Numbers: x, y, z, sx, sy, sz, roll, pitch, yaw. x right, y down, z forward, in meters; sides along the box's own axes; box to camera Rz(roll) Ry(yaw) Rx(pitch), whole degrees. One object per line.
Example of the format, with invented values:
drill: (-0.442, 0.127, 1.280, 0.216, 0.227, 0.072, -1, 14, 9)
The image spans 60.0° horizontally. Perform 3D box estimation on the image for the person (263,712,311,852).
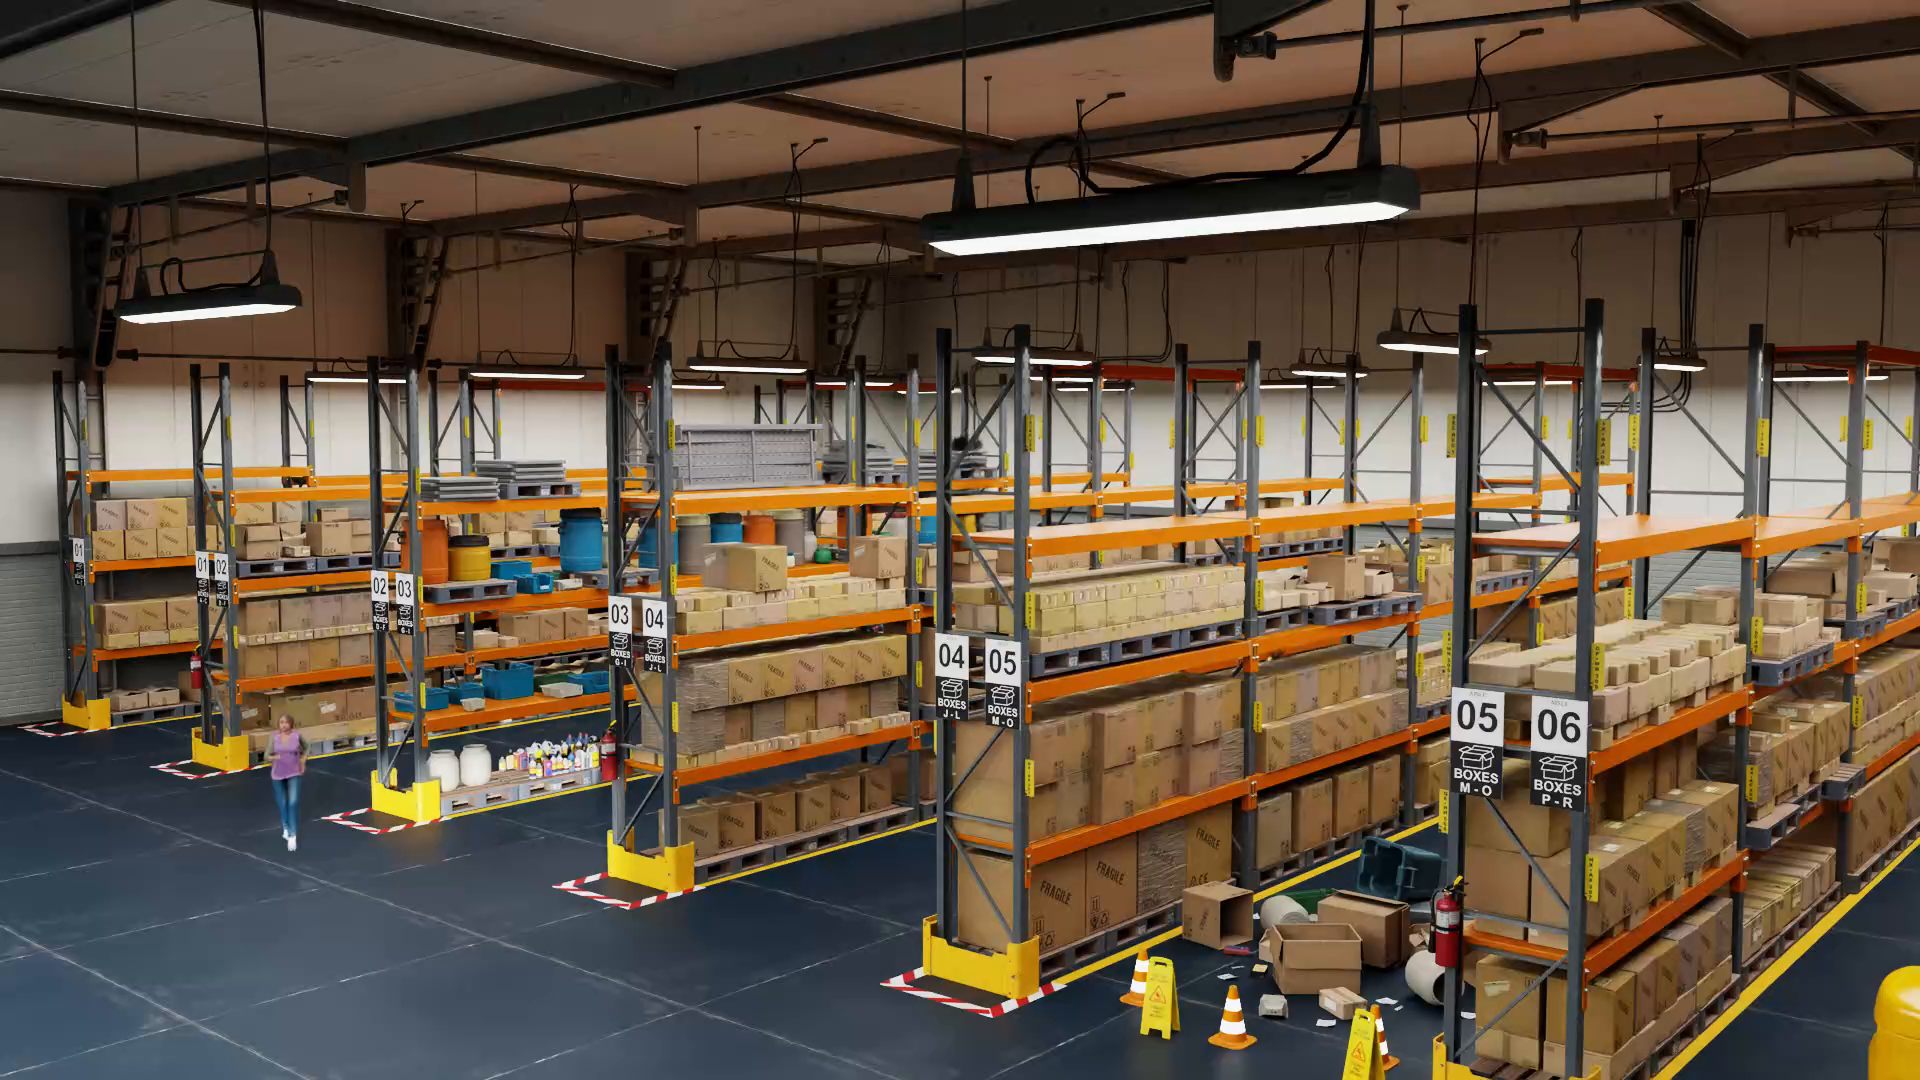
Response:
person: (-8.152, 2.903, 20.148, 0.518, 1.639, 0.690, -1, 4, -14)

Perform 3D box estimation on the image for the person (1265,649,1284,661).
person: (4.871, 2.433, 25.581, 0.698, 1.772, 0.853, 4, 5, 40)
